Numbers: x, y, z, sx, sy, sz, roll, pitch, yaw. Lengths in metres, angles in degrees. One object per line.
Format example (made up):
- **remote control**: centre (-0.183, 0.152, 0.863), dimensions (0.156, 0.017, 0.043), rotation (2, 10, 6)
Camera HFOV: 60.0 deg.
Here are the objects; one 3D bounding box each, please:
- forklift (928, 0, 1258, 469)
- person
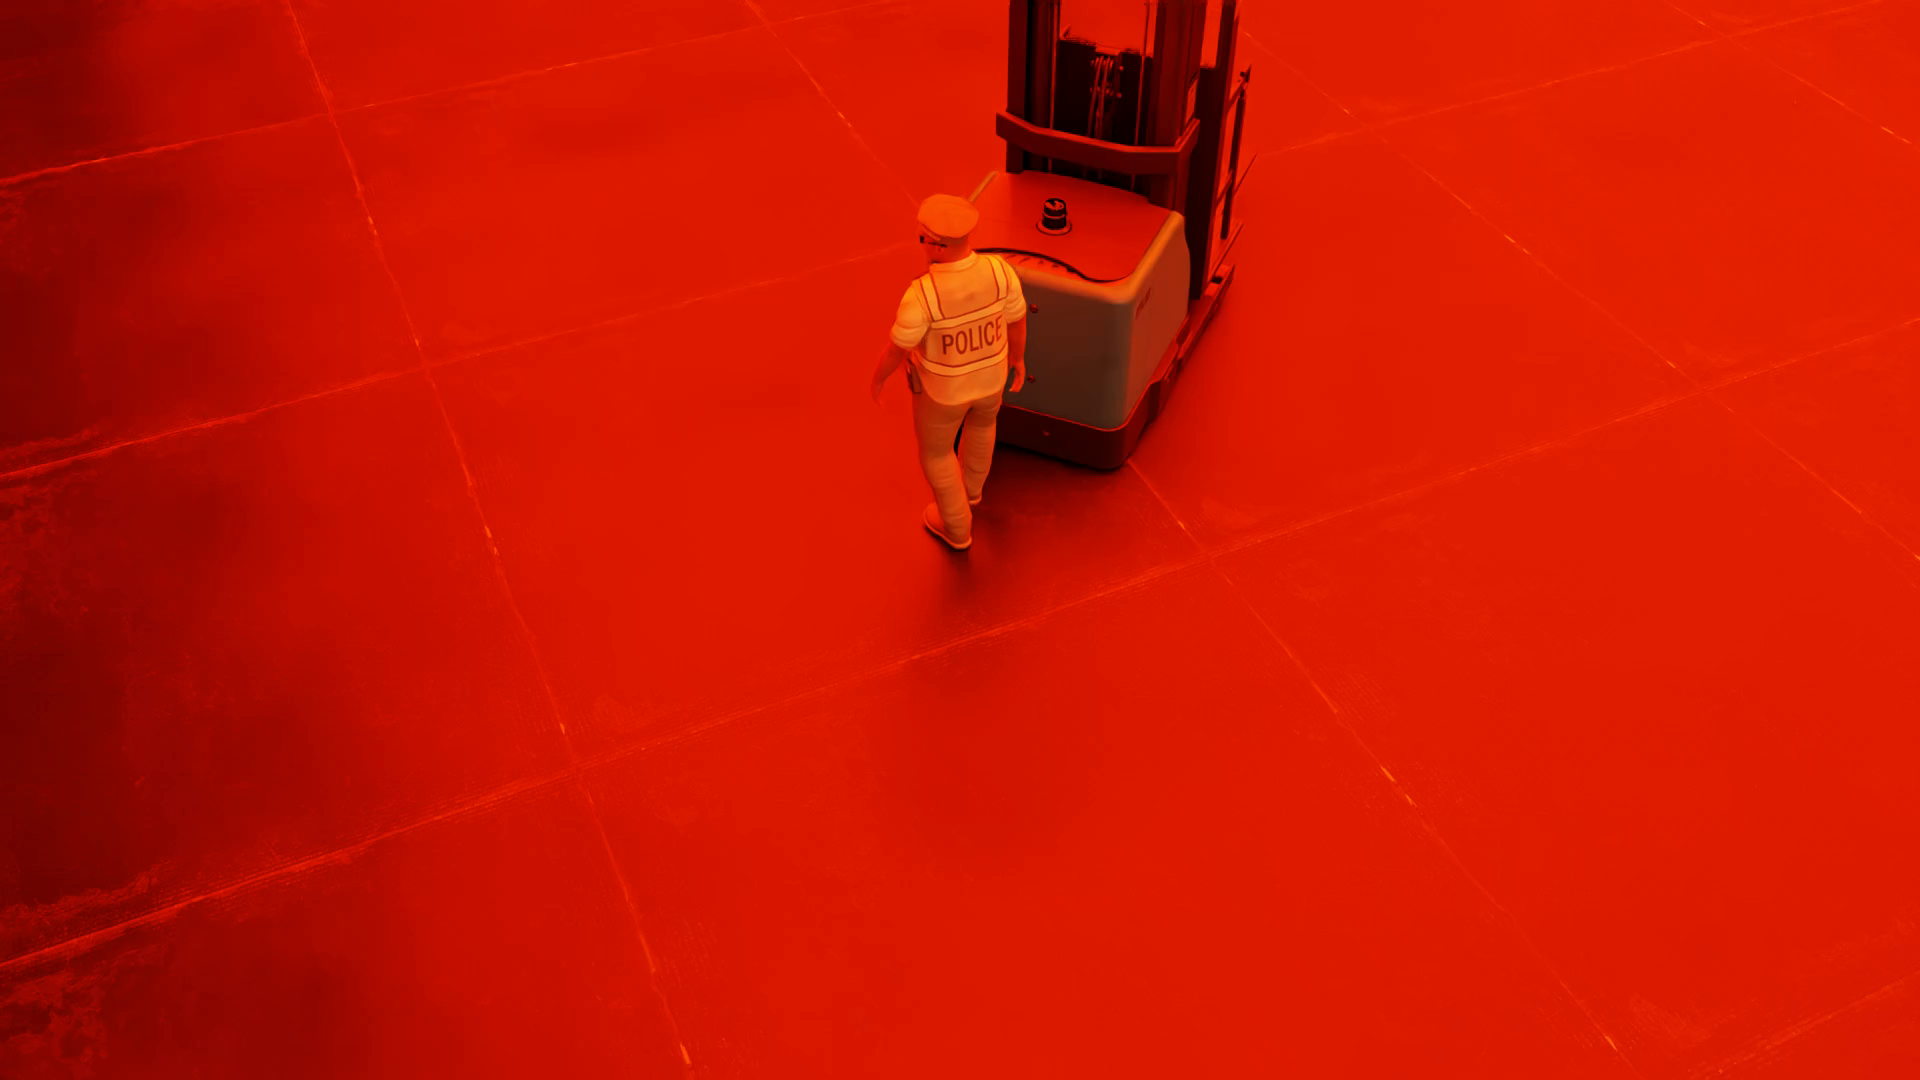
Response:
- **forklift**: centre (0.885, -2.431, 8.285), dimensions (1.130, 2.935, 3.031), rotation (16, 45, 17)
- **person**: centre (-0.070, -0.776, 7.383), dimensions (0.691, 1.742, 0.575), rotation (-21, 47, -21)
